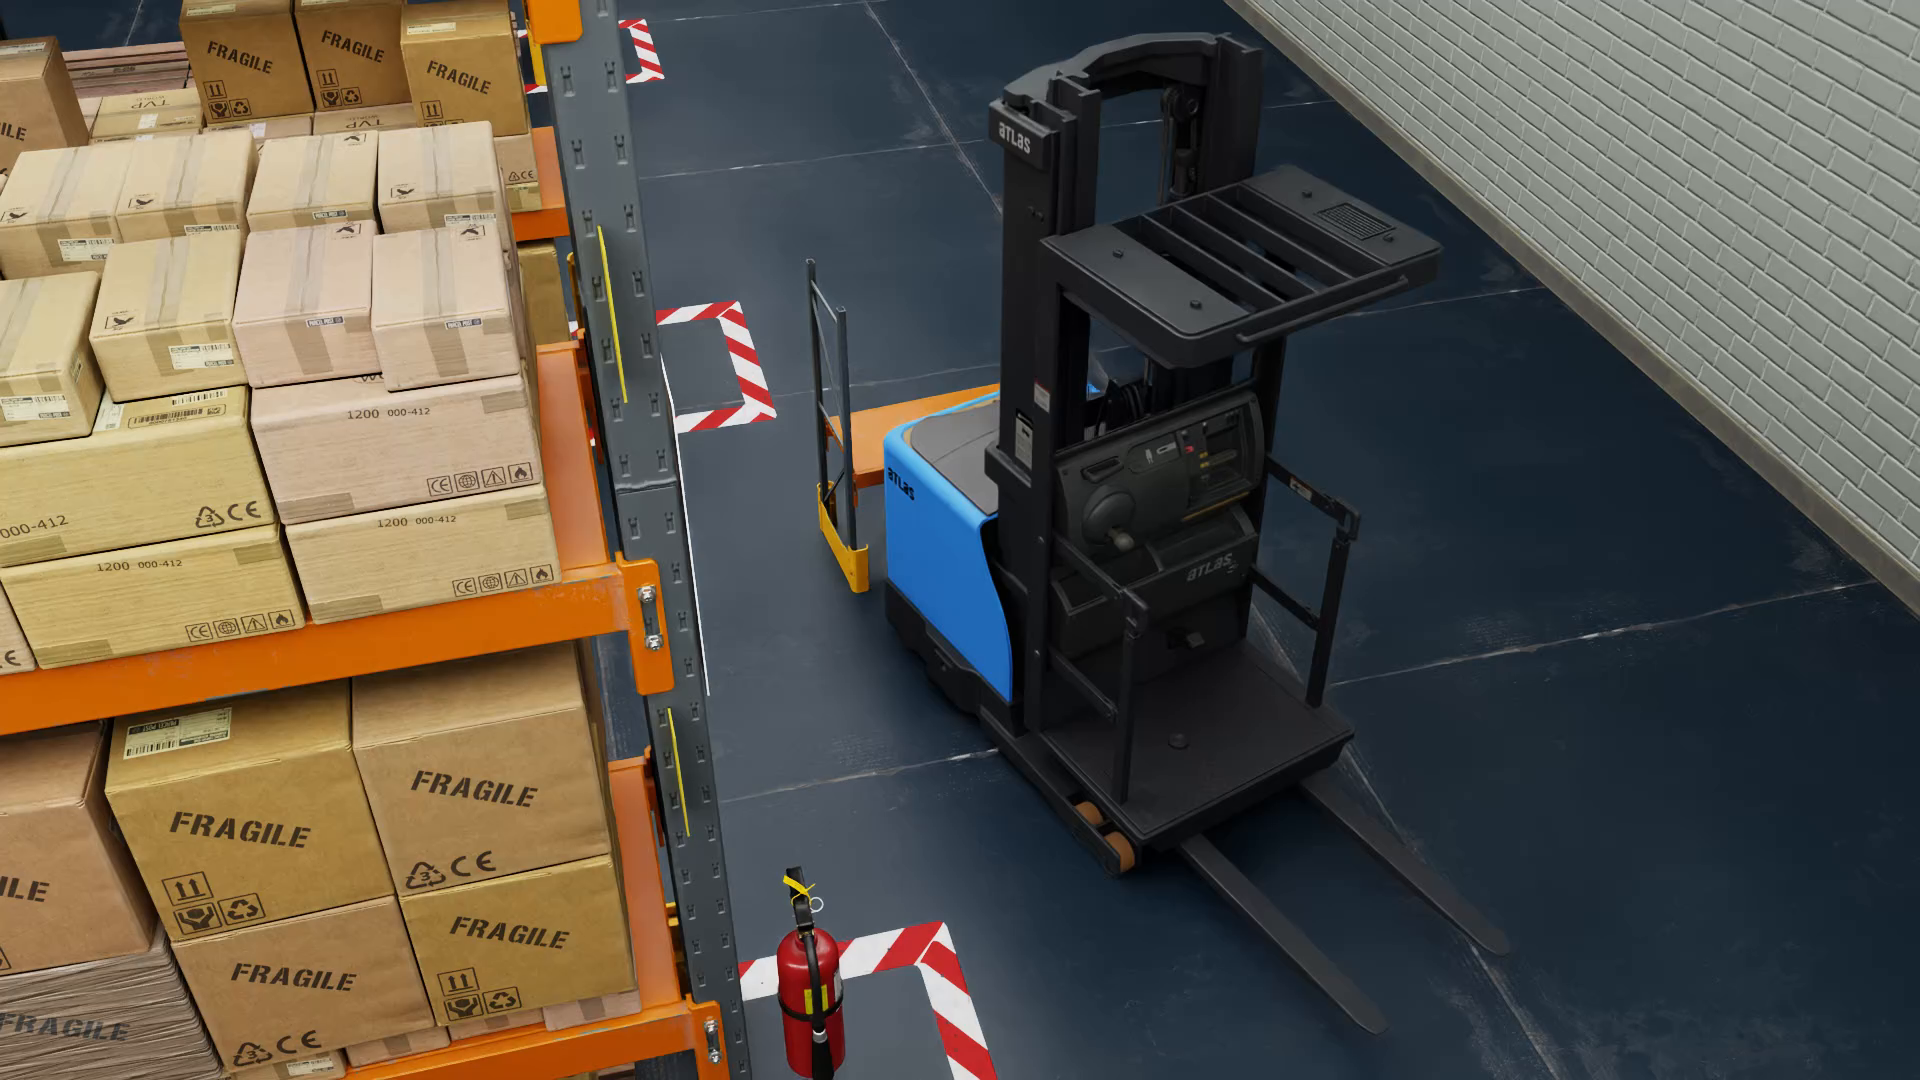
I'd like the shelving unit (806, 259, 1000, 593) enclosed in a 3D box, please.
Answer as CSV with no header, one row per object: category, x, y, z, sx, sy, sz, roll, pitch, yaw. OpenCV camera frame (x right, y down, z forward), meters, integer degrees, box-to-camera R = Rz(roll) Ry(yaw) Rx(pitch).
shelving unit,-0.100,-0.621,7.807,1.083,1.500,0.587,-13,39,-16

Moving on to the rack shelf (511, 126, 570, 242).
rack shelf,-3.901,-1.527,8.349,4.000,0.370,1.077,-9,38,-12

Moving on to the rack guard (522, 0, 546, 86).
rack guard,-3.242,-4.053,13.117,0.348,0.500,1.175,-9,38,-12

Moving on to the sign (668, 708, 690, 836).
sign,-0.650,0.539,3.843,0.005,0.325,0.100,-9,38,-12

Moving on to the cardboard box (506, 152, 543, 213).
cardboard box,-2.228,-1.780,8.294,0.250,0.149,0.380,-9,38,-11

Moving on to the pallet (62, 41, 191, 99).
pallet,-6.424,-3.433,12.543,1.213,0.211,1.003,-9,38,-12

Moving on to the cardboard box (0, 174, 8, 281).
cardboard box,-2.135,-0.604,3.465,0.250,0.149,0.380,-8,38,-11

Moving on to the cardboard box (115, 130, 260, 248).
cardboard box,-1.679,-0.745,3.650,0.250,0.149,0.380,-9,38,-12

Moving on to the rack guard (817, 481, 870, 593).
rack guard,-0.566,-0.019,8.048,0.087,0.250,0.587,-13,39,-16

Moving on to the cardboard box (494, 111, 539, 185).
cardboard box,-2.369,-1.956,8.196,0.500,0.250,0.500,-10,39,-13

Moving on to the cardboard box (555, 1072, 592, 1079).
cardboard box,-1.220,1.758,4.974,0.250,0.149,0.380,-9,38,-11

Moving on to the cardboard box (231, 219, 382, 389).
cardboard box,-1.277,-0.474,3.295,0.250,0.149,0.380,-9,38,-11

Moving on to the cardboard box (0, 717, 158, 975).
cardboard box,-2.141,0.627,3.791,0.500,0.500,0.500,-7,38,-10

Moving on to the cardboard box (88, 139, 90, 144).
cardboard box,-4.330,-1.636,7.778,0.500,0.250,0.500,-8,38,-11

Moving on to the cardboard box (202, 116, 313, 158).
cardboard box,-3.350,-1.795,7.985,0.500,0.250,0.500,-11,39,-13

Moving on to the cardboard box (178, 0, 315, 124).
cardboard box,-3.486,-2.403,8.164,0.500,0.500,0.500,-10,39,-13

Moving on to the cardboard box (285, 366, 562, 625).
cardboard box,-1.145,-0.109,3.557,0.500,0.250,0.500,-10,39,-13

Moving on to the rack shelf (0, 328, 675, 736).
rack shelf,-2.706,0.207,3.613,4.000,0.370,1.077,-9,38,-12

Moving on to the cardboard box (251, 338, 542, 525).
cardboard box,-1.153,-0.312,3.412,0.500,0.250,0.500,-10,39,-13

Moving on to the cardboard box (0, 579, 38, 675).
cardboard box,-2.118,0.047,3.354,0.500,0.250,0.500,-8,38,-10

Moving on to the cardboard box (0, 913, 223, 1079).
cardboard box,-2.127,1.025,4.094,0.500,0.500,0.500,-9,38,-12

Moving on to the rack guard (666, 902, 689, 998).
rack guard,-0.848,1.801,5.464,0.348,0.500,1.175,-9,38,-12

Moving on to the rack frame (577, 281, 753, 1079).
rack frame,-0.775,0.796,4.720,0.127,3.000,1.000,-9,38,-12

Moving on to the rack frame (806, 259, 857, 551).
rack frame,-0.584,-0.511,7.663,0.032,1.500,0.500,-13,39,-16

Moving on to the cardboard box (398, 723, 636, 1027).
cardboard box,-1.142,0.860,4.309,0.500,0.500,0.500,-9,38,-11

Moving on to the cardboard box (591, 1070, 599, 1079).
cardboard box,-1.364,1.657,5.596,0.250,0.149,0.380,-9,38,-11

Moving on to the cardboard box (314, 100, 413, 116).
cardboard box,-3.004,-2.184,8.494,0.500,0.250,0.500,-10,38,-12

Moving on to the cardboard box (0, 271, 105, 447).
cardboard box,-1.757,-0.340,3.120,0.250,0.149,0.380,-9,38,-11

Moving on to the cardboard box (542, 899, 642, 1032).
cardboard box,-1.016,1.113,4.512,0.250,0.149,0.380,-9,38,-12

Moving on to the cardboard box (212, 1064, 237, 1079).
cardboard box,-2.006,1.258,4.323,0.250,0.149,0.380,-11,39,-14

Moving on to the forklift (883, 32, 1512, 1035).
forklift,0.877,-0.184,6.058,1.130,2.935,3.031,-21,42,-25

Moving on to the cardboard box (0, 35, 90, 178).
cardboard box,-4.325,-1.937,7.554,0.500,0.500,0.500,-10,39,-13

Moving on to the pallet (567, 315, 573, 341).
pallet,-2.722,-0.849,9.166,1.213,0.211,1.003,-9,38,-12

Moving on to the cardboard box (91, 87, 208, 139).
cardboard box,-3.993,-2.021,8.281,0.500,0.250,0.500,-10,39,-13

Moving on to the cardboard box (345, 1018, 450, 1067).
cardboard box,-1.504,1.179,4.426,0.250,0.149,0.380,-10,38,-12

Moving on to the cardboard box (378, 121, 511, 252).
cardboard box,-1.147,-0.775,3.689,0.250,0.149,0.380,-10,38,-12

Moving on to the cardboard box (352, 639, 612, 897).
cardboard box,-1.152,0.459,4.010,0.500,0.500,0.500,-10,39,-13

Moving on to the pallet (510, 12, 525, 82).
pallet,-4.068,-3.819,13.048,1.213,0.211,1.003,-9,38,-12
